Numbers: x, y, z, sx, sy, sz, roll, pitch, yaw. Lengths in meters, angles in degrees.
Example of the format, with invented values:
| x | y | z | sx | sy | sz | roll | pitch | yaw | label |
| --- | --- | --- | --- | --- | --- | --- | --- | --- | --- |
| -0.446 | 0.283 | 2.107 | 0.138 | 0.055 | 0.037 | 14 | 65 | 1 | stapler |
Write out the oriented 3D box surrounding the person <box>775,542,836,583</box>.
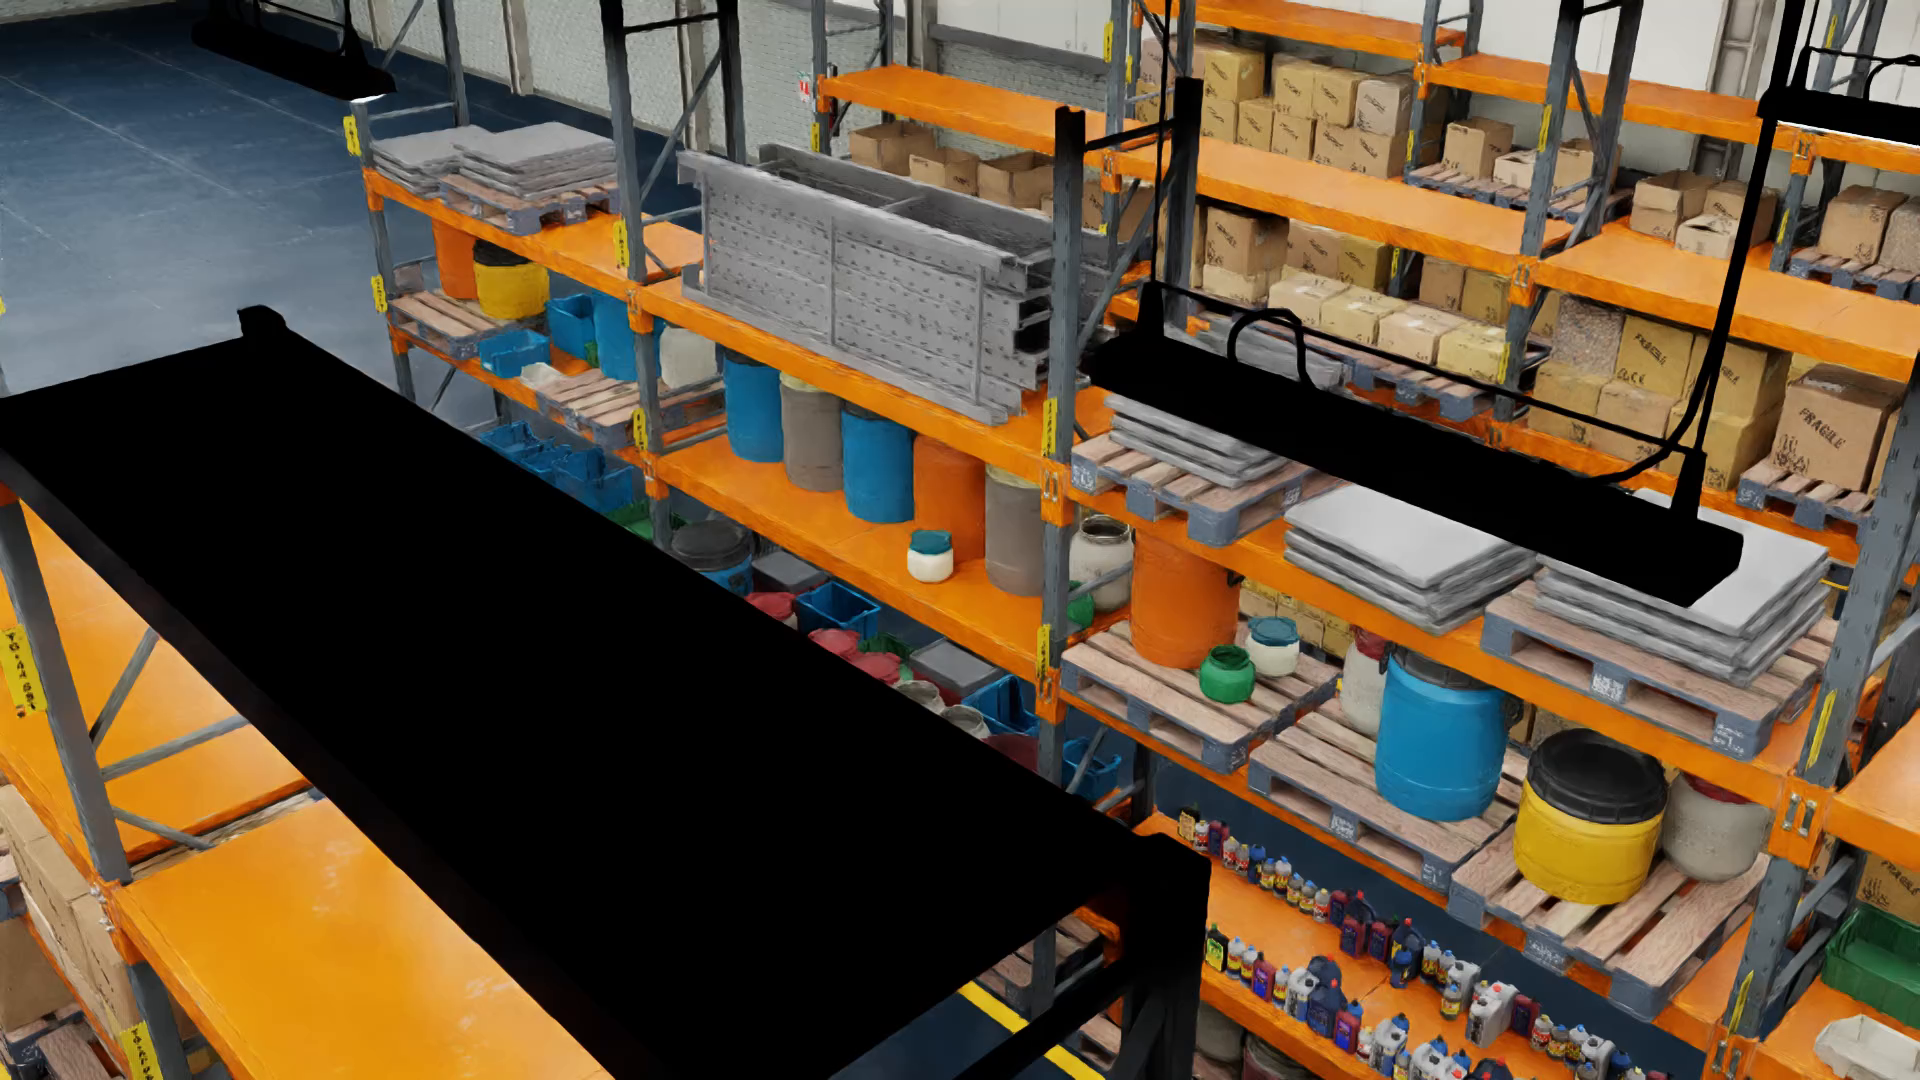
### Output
| x | y | z | sx | sy | sz | roll | pitch | yaw | label |
| --- | --- | --- | --- | --- | --- | --- | --- | --- | --- |
| -1.535 | -0.363 | 15.872 | 0.609 | 1.583 | 0.807 | -20 | 34 | -33 | person |
